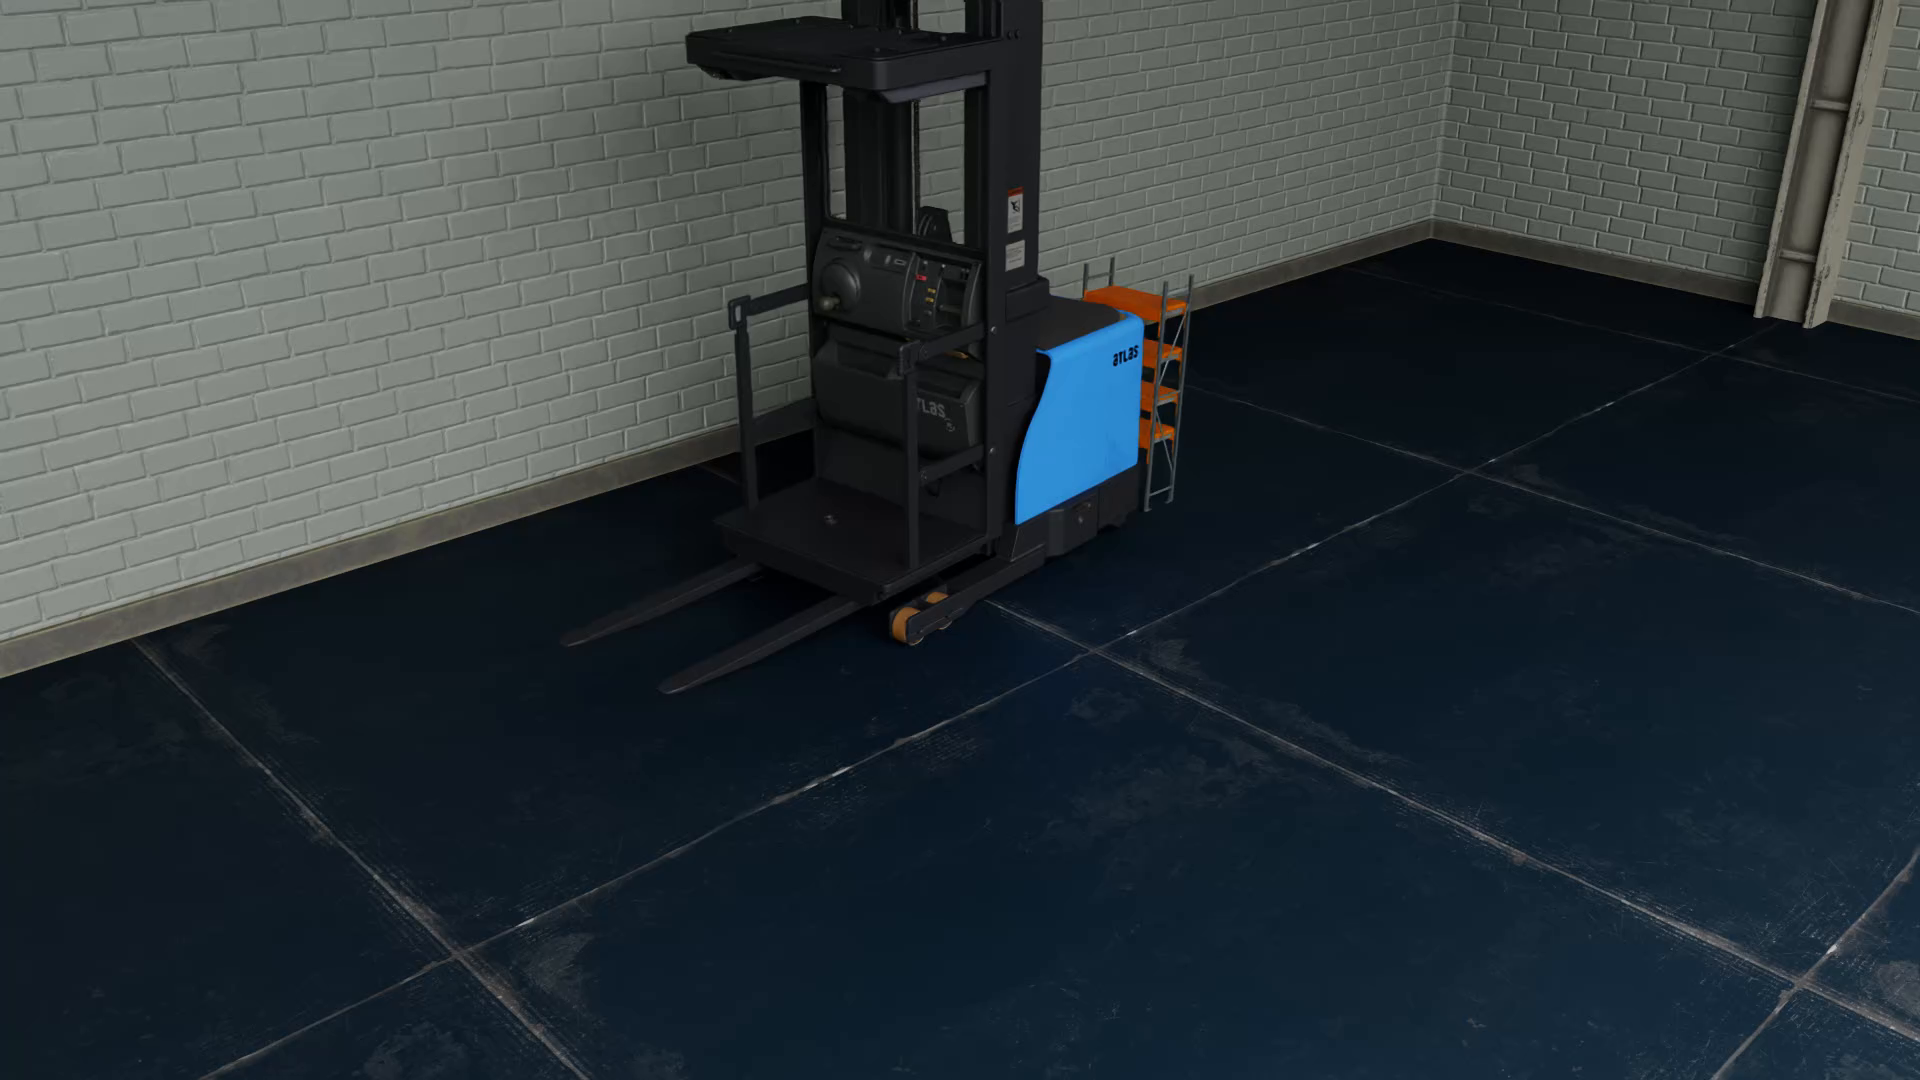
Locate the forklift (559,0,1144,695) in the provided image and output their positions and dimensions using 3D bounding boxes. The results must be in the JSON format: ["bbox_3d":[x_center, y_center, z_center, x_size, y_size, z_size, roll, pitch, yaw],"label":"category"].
[{"bbox_3d":[-0.419,-1.109,7.149,1.130,2.935,3.031,19,31,36],"label":"forklift"}]

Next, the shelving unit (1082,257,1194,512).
[{"bbox_3d":[0.870,-0.798,8.536,0.503,1.200,0.258,20,28,37],"label":"shelving unit"}]

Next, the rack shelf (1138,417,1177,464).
[{"bbox_3d":[0.859,-0.552,8.635,0.480,0.148,0.258,20,28,37],"label":"rack shelf"}]

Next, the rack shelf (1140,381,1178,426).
[{"bbox_3d":[0.867,-0.736,8.561,0.480,0.148,0.258,20,28,37],"label":"rack shelf"}]

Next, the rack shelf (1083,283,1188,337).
[{"bbox_3d":[0.886,-1.163,8.390,0.480,0.148,0.258,20,28,37],"label":"rack shelf"}]

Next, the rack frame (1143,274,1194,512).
[{"bbox_3d":[1.051,-0.731,8.388,0.015,1.200,0.240,20,28,37],"label":"rack frame"}]

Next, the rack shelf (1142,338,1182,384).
[{"bbox_3d":[0.876,-0.943,8.478,0.480,0.148,0.258,20,28,37],"label":"rack shelf"}]

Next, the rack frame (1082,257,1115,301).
[{"bbox_3d":[0.688,-0.866,8.684,0.015,1.200,0.240,20,28,37],"label":"rack frame"}]

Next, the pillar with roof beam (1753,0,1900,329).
[{"bbox_3d":[2.680,-4.429,7.117,9.100,9.000,0.400,-21,32,-38],"label":"pillar with roof beam"}]
